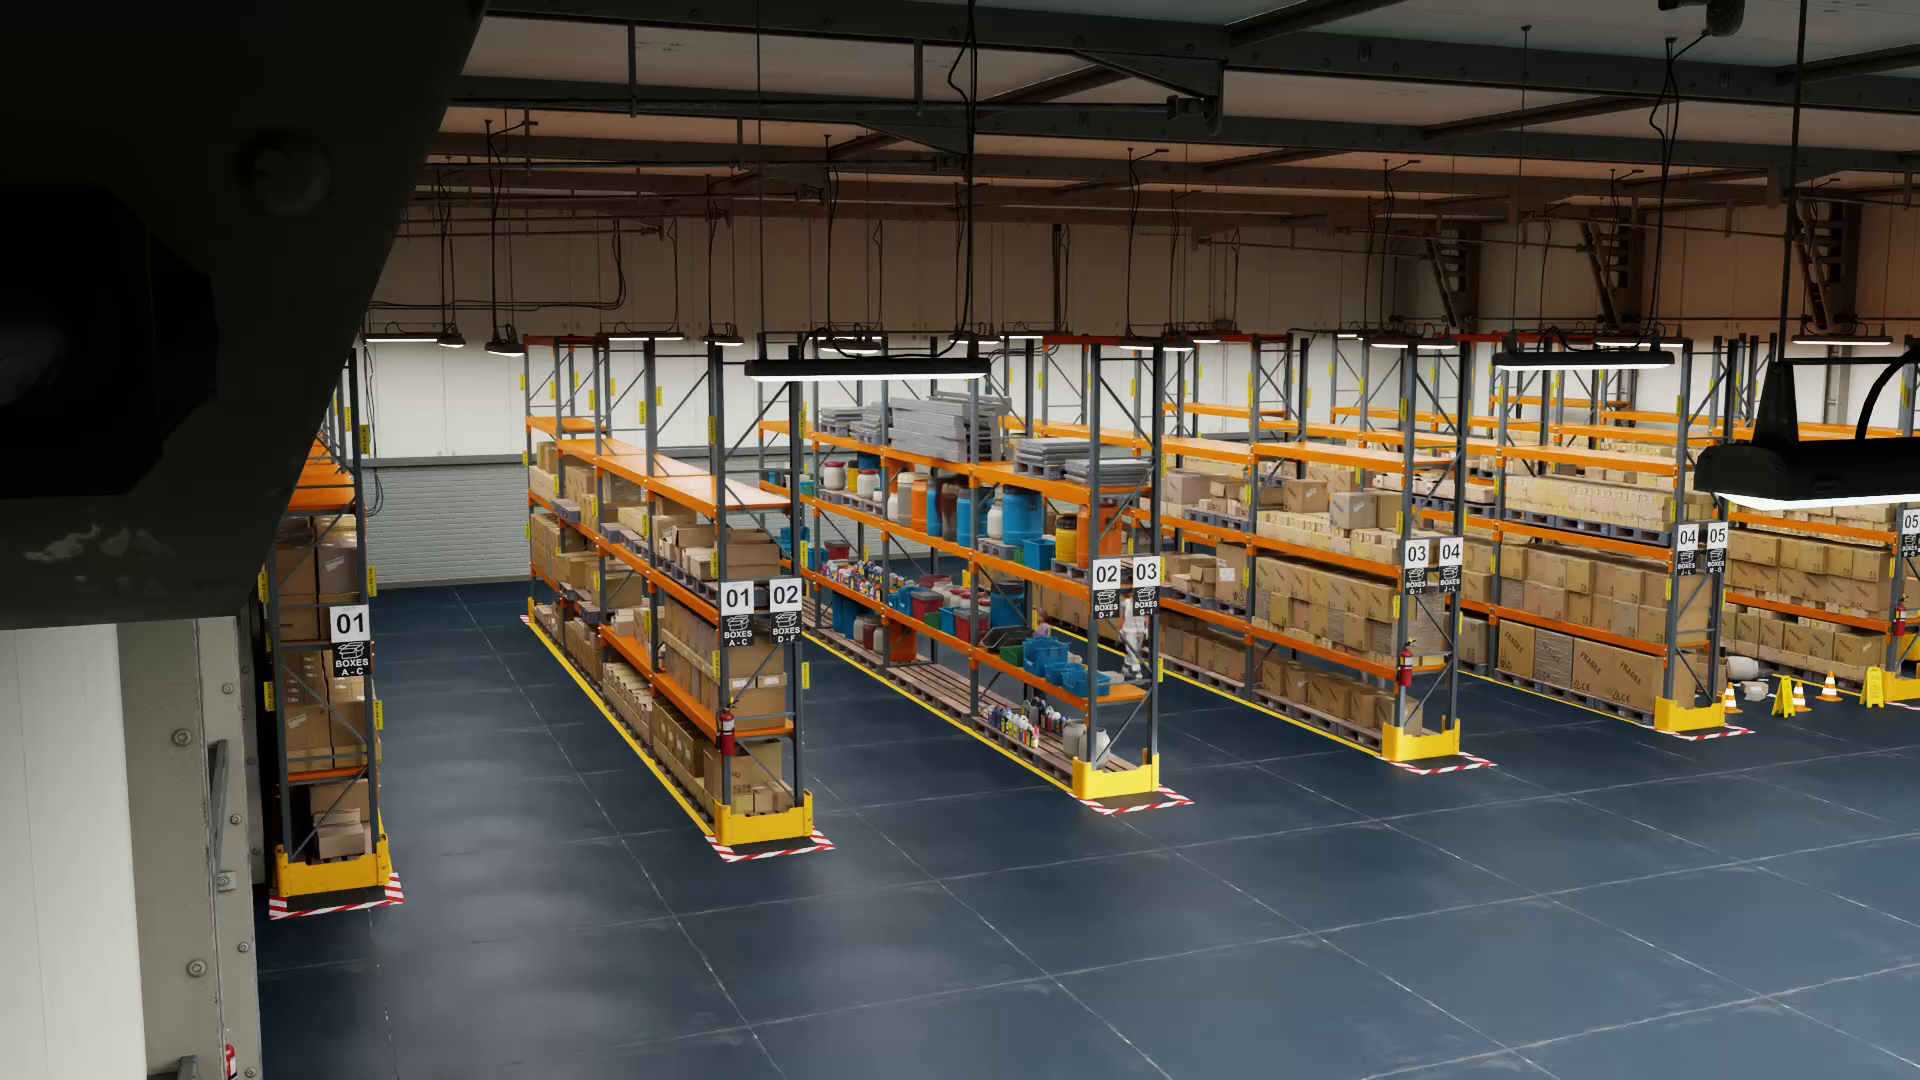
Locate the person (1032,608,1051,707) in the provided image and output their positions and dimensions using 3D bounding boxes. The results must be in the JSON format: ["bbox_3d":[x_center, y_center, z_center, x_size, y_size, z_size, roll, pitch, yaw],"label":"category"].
[{"bbox_3d":[1.293,1.930,27.231,0.434,1.607,0.481,3,8,21],"label":"person"}]

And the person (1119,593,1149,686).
[{"bbox_3d":[3.093,1.612,28.880,0.493,1.723,1.060,-3,8,-24],"label":"person"}]

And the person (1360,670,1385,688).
[{"bbox_3d":[6.904,1.762,27.760,0.576,1.780,0.407,6,10,37],"label":"person"}]
